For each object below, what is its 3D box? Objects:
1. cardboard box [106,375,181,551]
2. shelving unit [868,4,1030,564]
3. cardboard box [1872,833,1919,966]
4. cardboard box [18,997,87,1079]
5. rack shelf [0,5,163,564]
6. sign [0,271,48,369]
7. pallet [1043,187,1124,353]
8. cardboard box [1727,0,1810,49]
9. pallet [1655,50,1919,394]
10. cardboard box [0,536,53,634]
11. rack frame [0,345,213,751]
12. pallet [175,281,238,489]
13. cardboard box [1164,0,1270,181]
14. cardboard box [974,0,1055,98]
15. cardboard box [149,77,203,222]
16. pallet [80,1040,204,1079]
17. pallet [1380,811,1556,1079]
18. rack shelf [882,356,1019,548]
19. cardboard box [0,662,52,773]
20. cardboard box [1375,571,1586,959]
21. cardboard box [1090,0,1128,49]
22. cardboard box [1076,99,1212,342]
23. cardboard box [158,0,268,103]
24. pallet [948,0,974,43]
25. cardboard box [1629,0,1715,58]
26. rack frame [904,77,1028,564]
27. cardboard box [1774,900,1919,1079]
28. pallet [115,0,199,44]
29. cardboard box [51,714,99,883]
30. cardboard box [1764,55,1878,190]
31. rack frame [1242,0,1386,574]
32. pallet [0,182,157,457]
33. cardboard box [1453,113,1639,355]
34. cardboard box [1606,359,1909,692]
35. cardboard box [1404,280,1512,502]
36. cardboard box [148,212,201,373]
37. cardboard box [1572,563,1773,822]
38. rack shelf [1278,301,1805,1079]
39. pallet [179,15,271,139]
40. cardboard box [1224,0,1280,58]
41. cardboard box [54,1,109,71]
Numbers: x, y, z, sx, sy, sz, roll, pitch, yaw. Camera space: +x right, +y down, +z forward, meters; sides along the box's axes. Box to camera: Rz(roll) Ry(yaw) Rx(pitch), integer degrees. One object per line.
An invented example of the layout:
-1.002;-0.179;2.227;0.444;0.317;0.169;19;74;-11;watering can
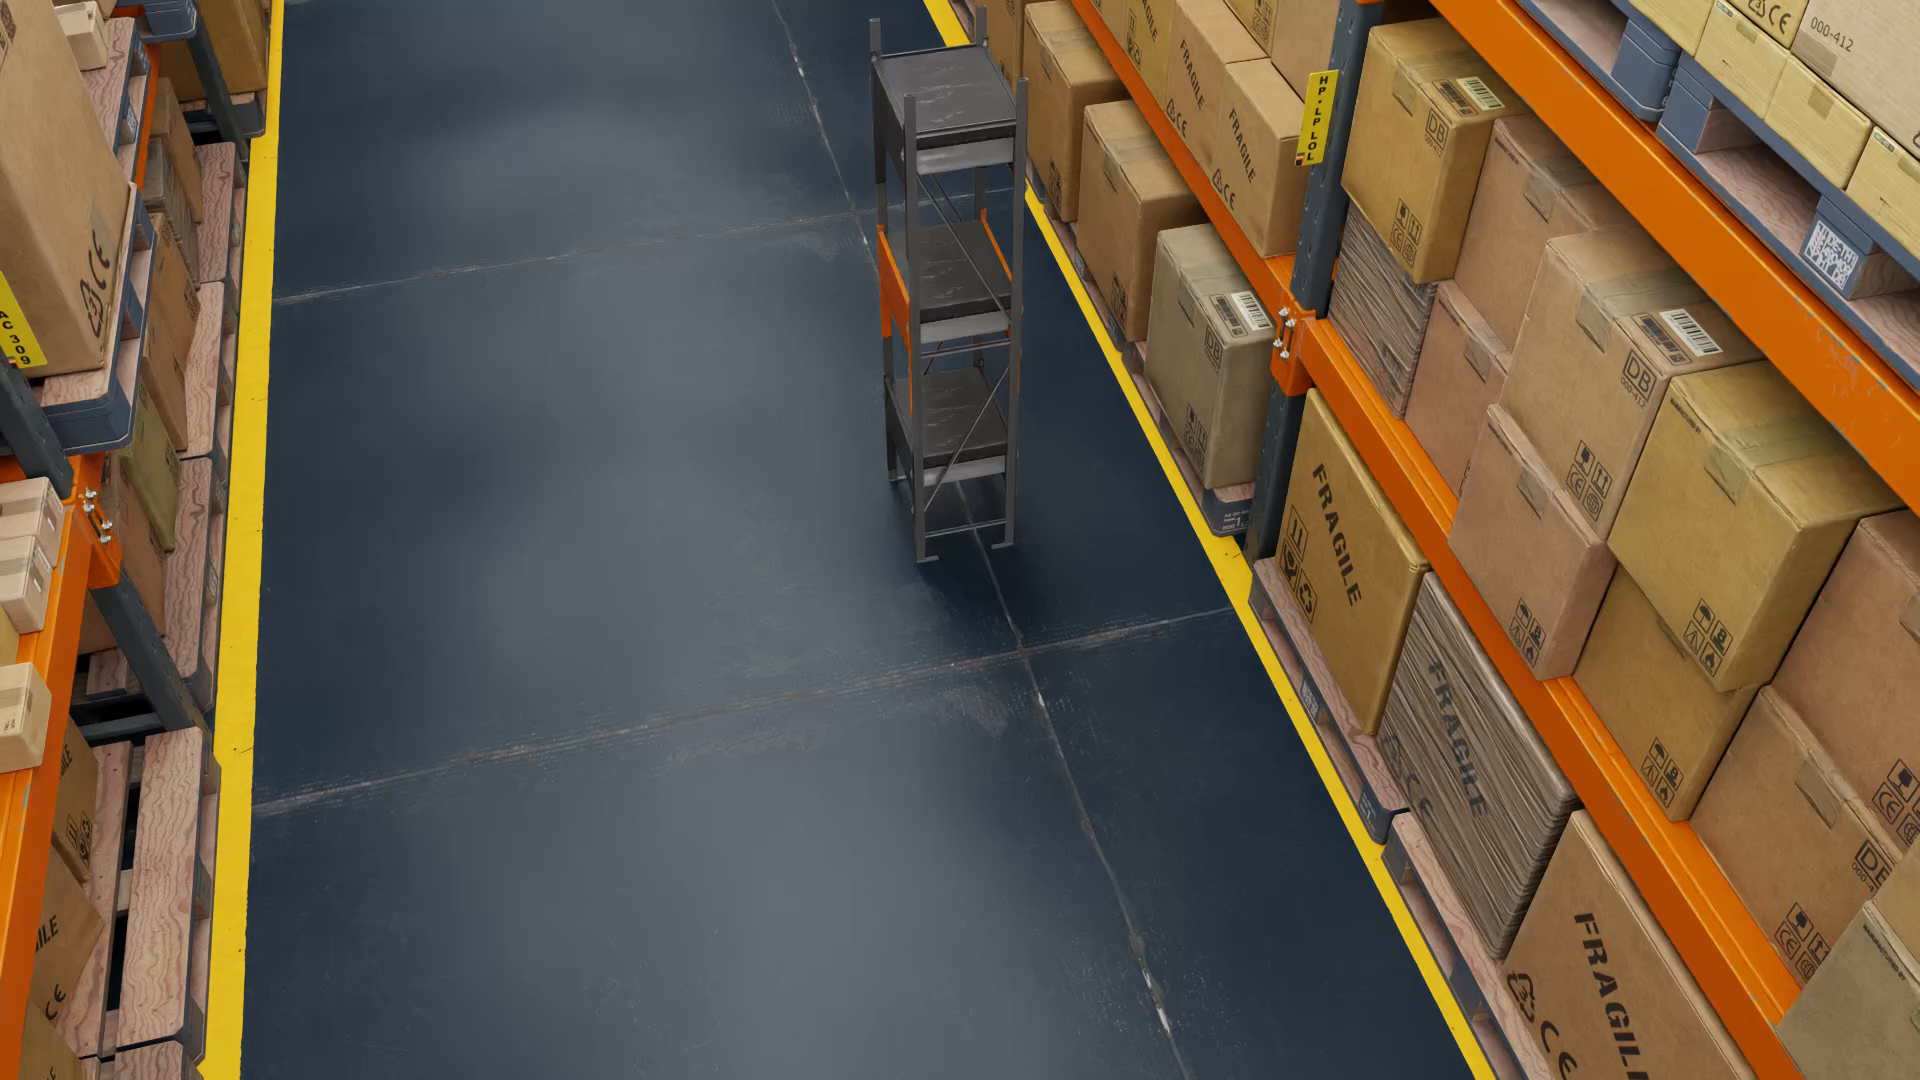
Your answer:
-3.426;-0.242;6.330;0.700;0.500;0.500;-11;47;-11;cardboard box
-0.042;-0.849;6.112;0.431;2.100;0.503;-11;47;-10;shelving unit
2.371;0.665;3.137;0.875;0.550;0.550;-11;47;-10;cardboard box
-2.733;1.617;4.521;0.500;0.500;0.500;-15;47;-14;cardboard box
-3.698;-1.332;6.459;1.077;0.370;4.000;-11;47;-10;rack shelf
-2.663;-0.610;4.642;0.100;0.325;0.005;-11;47;-10;sign
1.049;-1.427;8.000;1.003;0.211;1.213;-11;47;-10;pallet
1.750;-1.238;3.296;0.500;0.250;0.500;-11;47;-11;cardboard box
2.143;-0.651;3.250;1.003;0.211;1.213;-11;47;-10;pallet
-2.792;0.154;4.675;0.380;0.149;0.250;-11;47;-10;cardboard box
-3.186;-0.203;4.848;1.000;3.000;0.127;-11;47;-10;rack frame
-3.702;-0.608;7.198;1.003;0.211;1.213;-11;47;-10;pallet
1.114;-1.735;6.280;0.500;0.500;0.500;-11;47;-11;cardboard box
0.680;-2.724;8.601;1.050;0.750;0.750;-11;47;-11;cardboard box
-4.019;-1.785;7.841;0.700;0.500;0.500;-13;47;-12;cardboard box
-2.664;2.074;4.569;1.003;0.211;1.213;-11;47;-10;pallet
2.070;1.319;5.309;1.003;0.211;1.213;-11;47;-10;pallet
-0.042;-0.350;6.622;0.431;0.518;0.480;-11;47;-10;rack shelf
-2.614;0.490;4.345;0.380;0.149;0.250;-11;47;-10;cardboard box
1.963;0.625;5.230;0.875;0.875;0.875;-10;46;-10;cardboard box
0.852;-2.434;6.965;0.500;0.500;0.500;-11;47;-11;cardboard box
1.146;-1.478;7.380;1.050;0.750;0.750;-11;47;-10;cardboard box
-4.366;-2.848;8.634;1.225;0.875;0.875;-13;47;-12;cardboard box
0.412;-3.365;9.900;1.003;0.211;1.213;-11;47;-10;pallet
1.662;-1.168;3.506;0.380;0.149;0.250;-11;47;-11;cardboard box
0.020;-0.681;5.947;0.400;2.100;0.015;-11;47;-10;rack frame
2.358;1.046;3.520;0.875;0.550;0.550;-11;47;-10;cardboard box
-3.924;-2.425;7.160;1.213;0.211;1.003;-11;47;-10;pallet
-3.122;0.809;5.313;0.500;0.500;0.500;-12;47;-12;cardboard box
1.789;-0.820;3.165;0.380;0.149;0.250;-10;46;-10;cardboard box
1.635;-1.040;5.669;1.000;3.000;0.127;-11;47;-10;rack frame
-3.241;-0.690;5.460;1.003;0.211;1.213;-11;47;-10;pallet
1.949;-0.851;4.623;0.875;0.550;0.550;-11;47;-10;cardboard box
2.098;-0.088;3.875;0.875;0.550;0.500;-11;47;-10;cardboard box
1.904;-0.464;5.000;0.875;0.550;0.550;-11;47;-10;cardboard box
-3.713;-1.014;7.085;0.700;0.500;0.500;-7;46;-7;cardboard box
2.161;0.278;4.273;0.875;0.550;0.500;-11;47;-10;cardboard box
2.147;0.593;4.573;1.077;0.370;4.000;-11;47;-10;rack shelf
-4.339;-2.546;9.098;1.003;0.211;1.213;-11;47;-10;pallet
1.368;-2.121;5.959;0.700;0.500;0.500;-11;47;-11;cardboard box
-3.522;-1.962;6.373;0.396;0.266;0.258;-12;47;-11;cardboard box
